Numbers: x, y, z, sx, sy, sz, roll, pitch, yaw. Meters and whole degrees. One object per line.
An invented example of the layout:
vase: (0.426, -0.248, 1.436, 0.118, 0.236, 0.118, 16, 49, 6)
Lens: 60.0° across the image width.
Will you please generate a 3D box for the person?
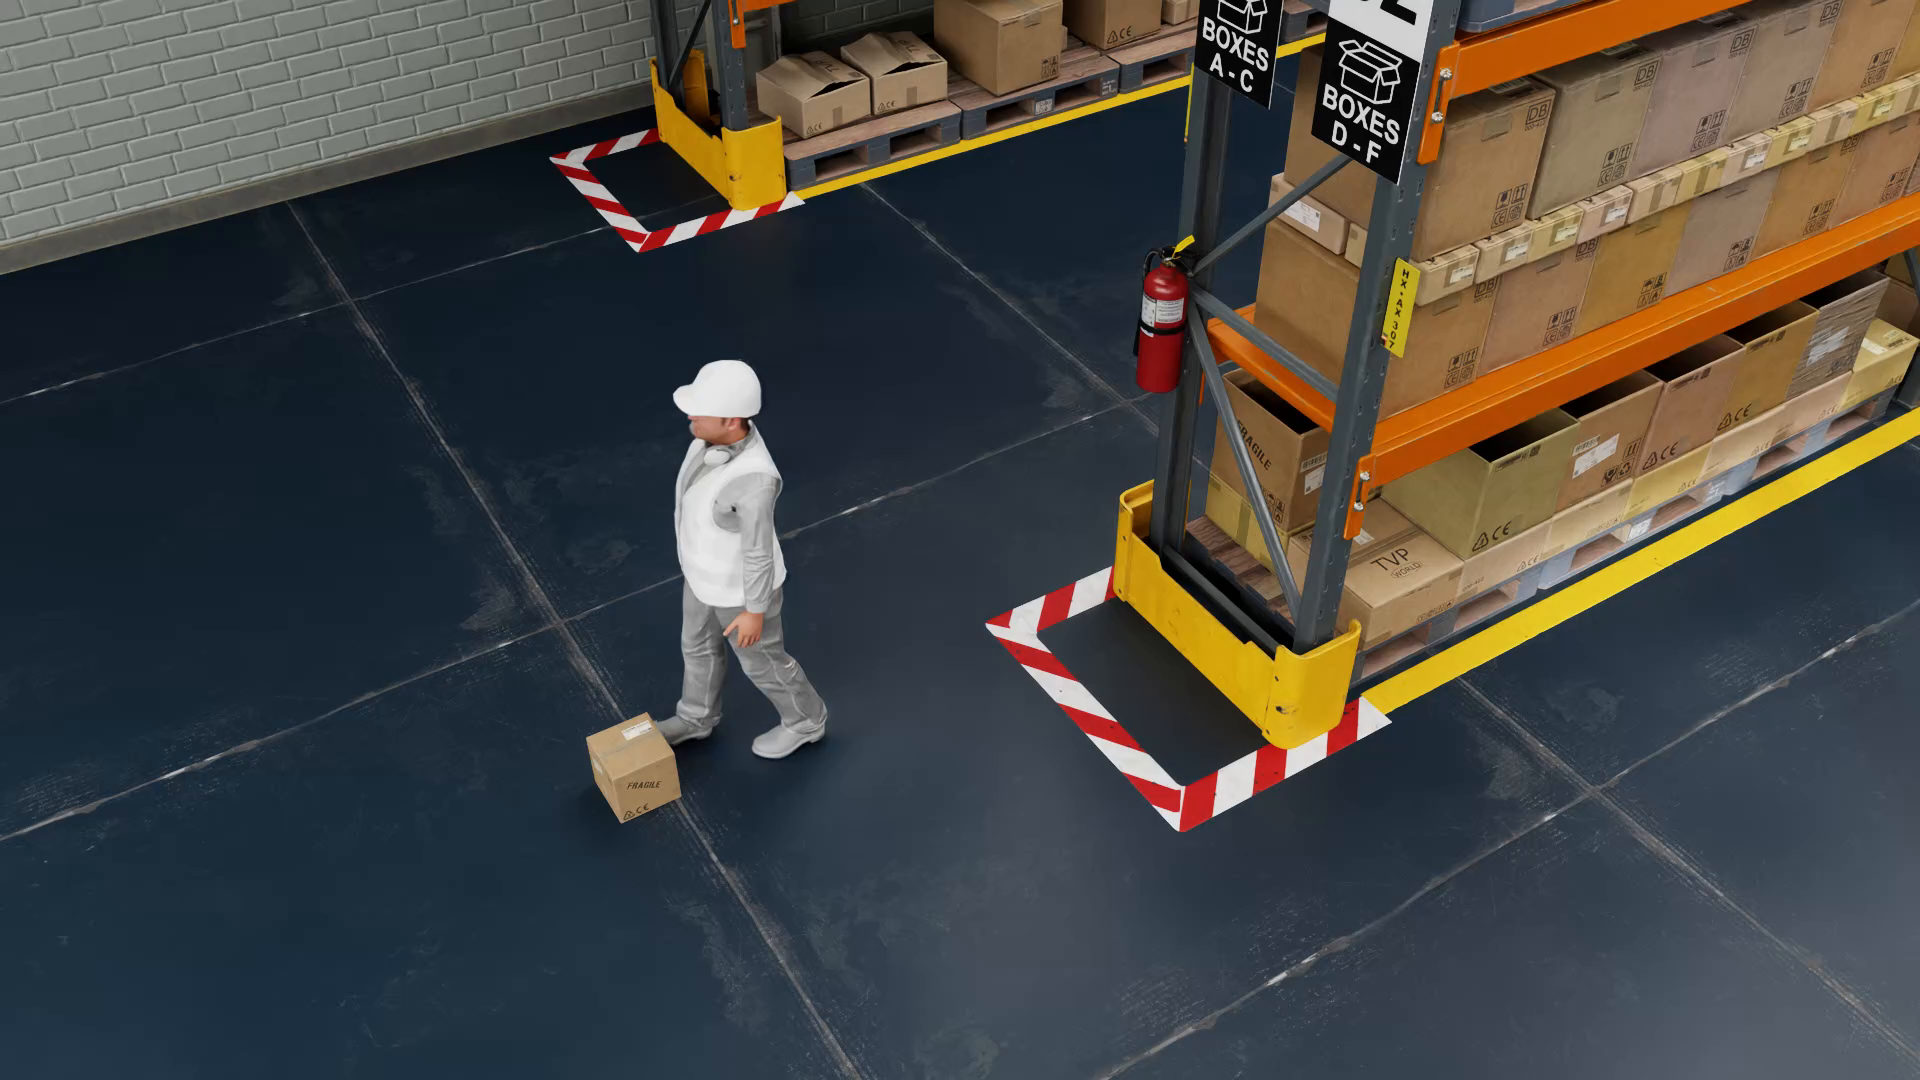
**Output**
person: (-0.881, 0.131, 5.984, 0.712, 1.767, 0.559, -16, 43, -18)
